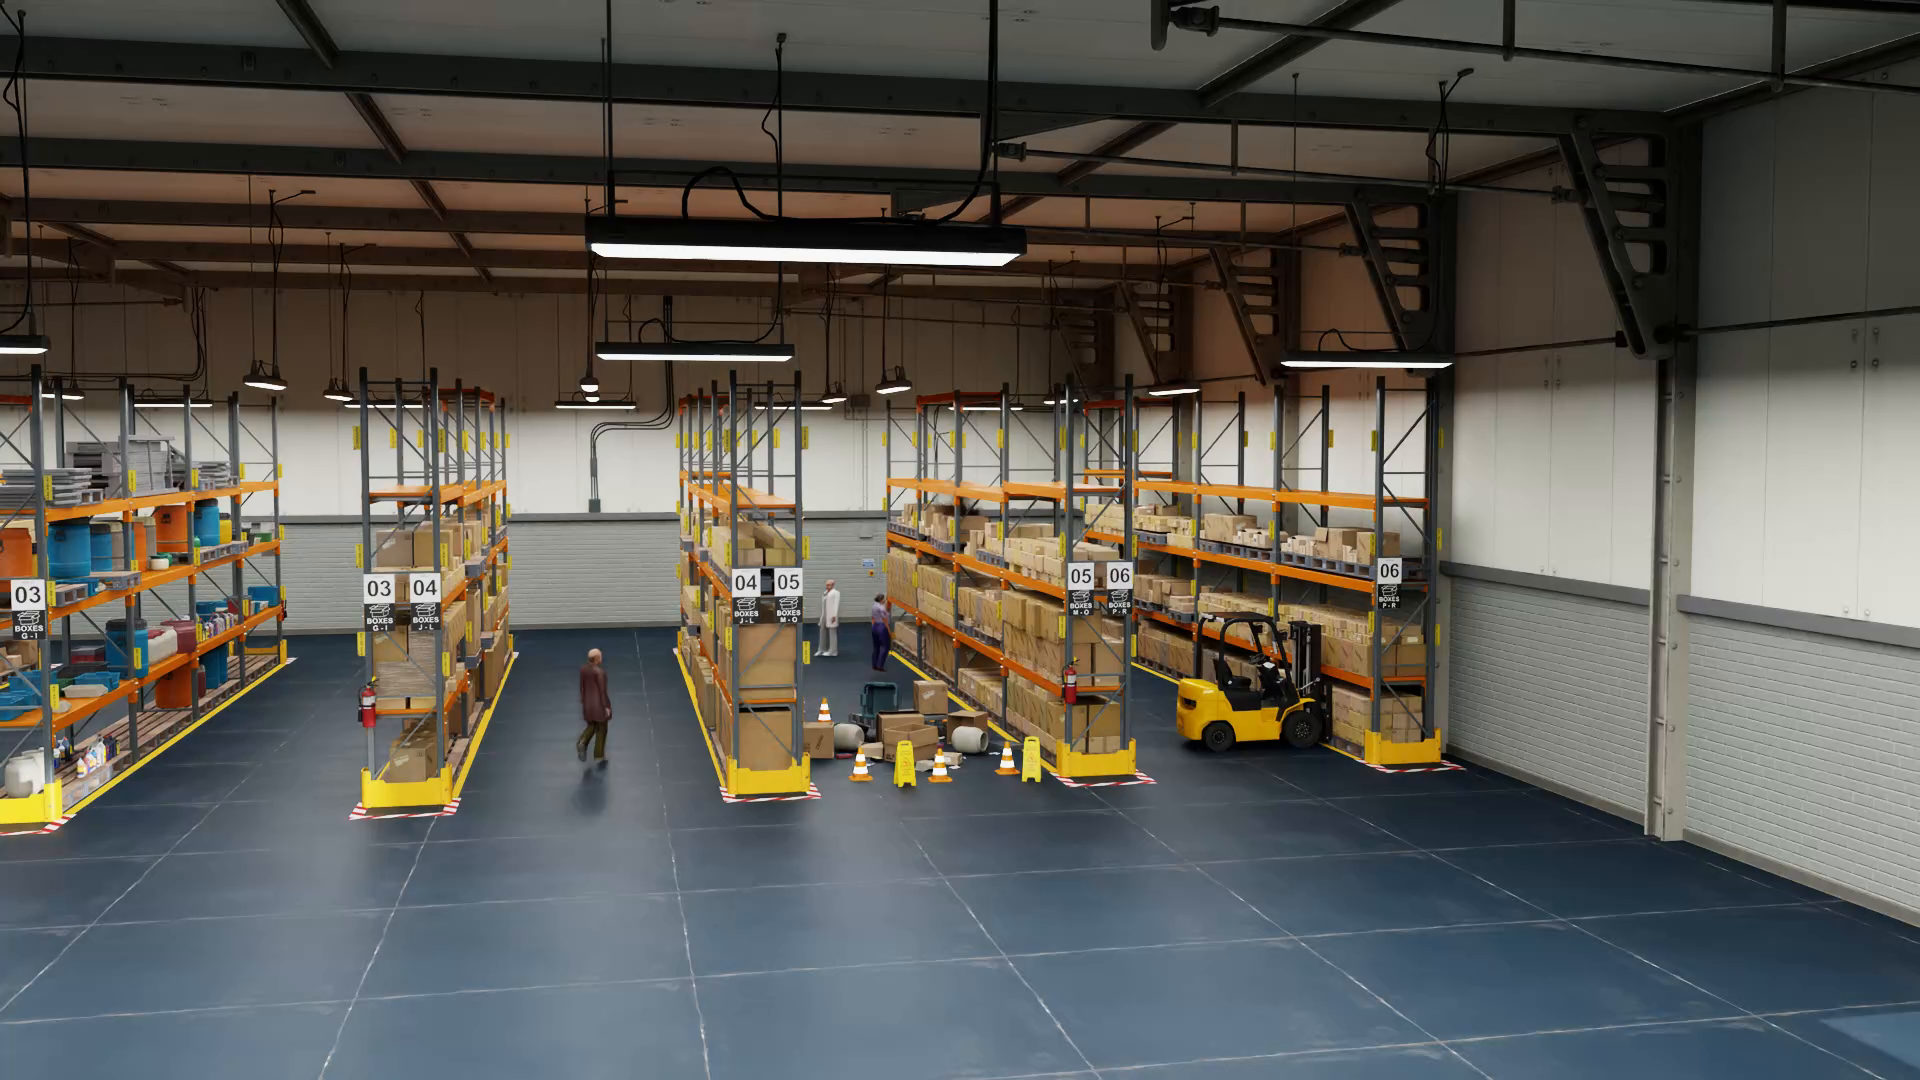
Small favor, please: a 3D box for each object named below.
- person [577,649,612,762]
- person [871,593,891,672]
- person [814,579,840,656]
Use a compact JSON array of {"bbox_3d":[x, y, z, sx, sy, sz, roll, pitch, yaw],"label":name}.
[{"bbox_3d":[-5.680,2.568,25.753,0.580,1.769,0.664,1,4,24],"label":"person"},{"bbox_3d":[-1.706,1.952,35.115,0.405,1.663,0.505,-2,4,-35],"label":"person"},{"bbox_3d":[-3.094,1.824,38.769,0.463,1.811,0.613,-3,5,-42],"label":"person"}]
